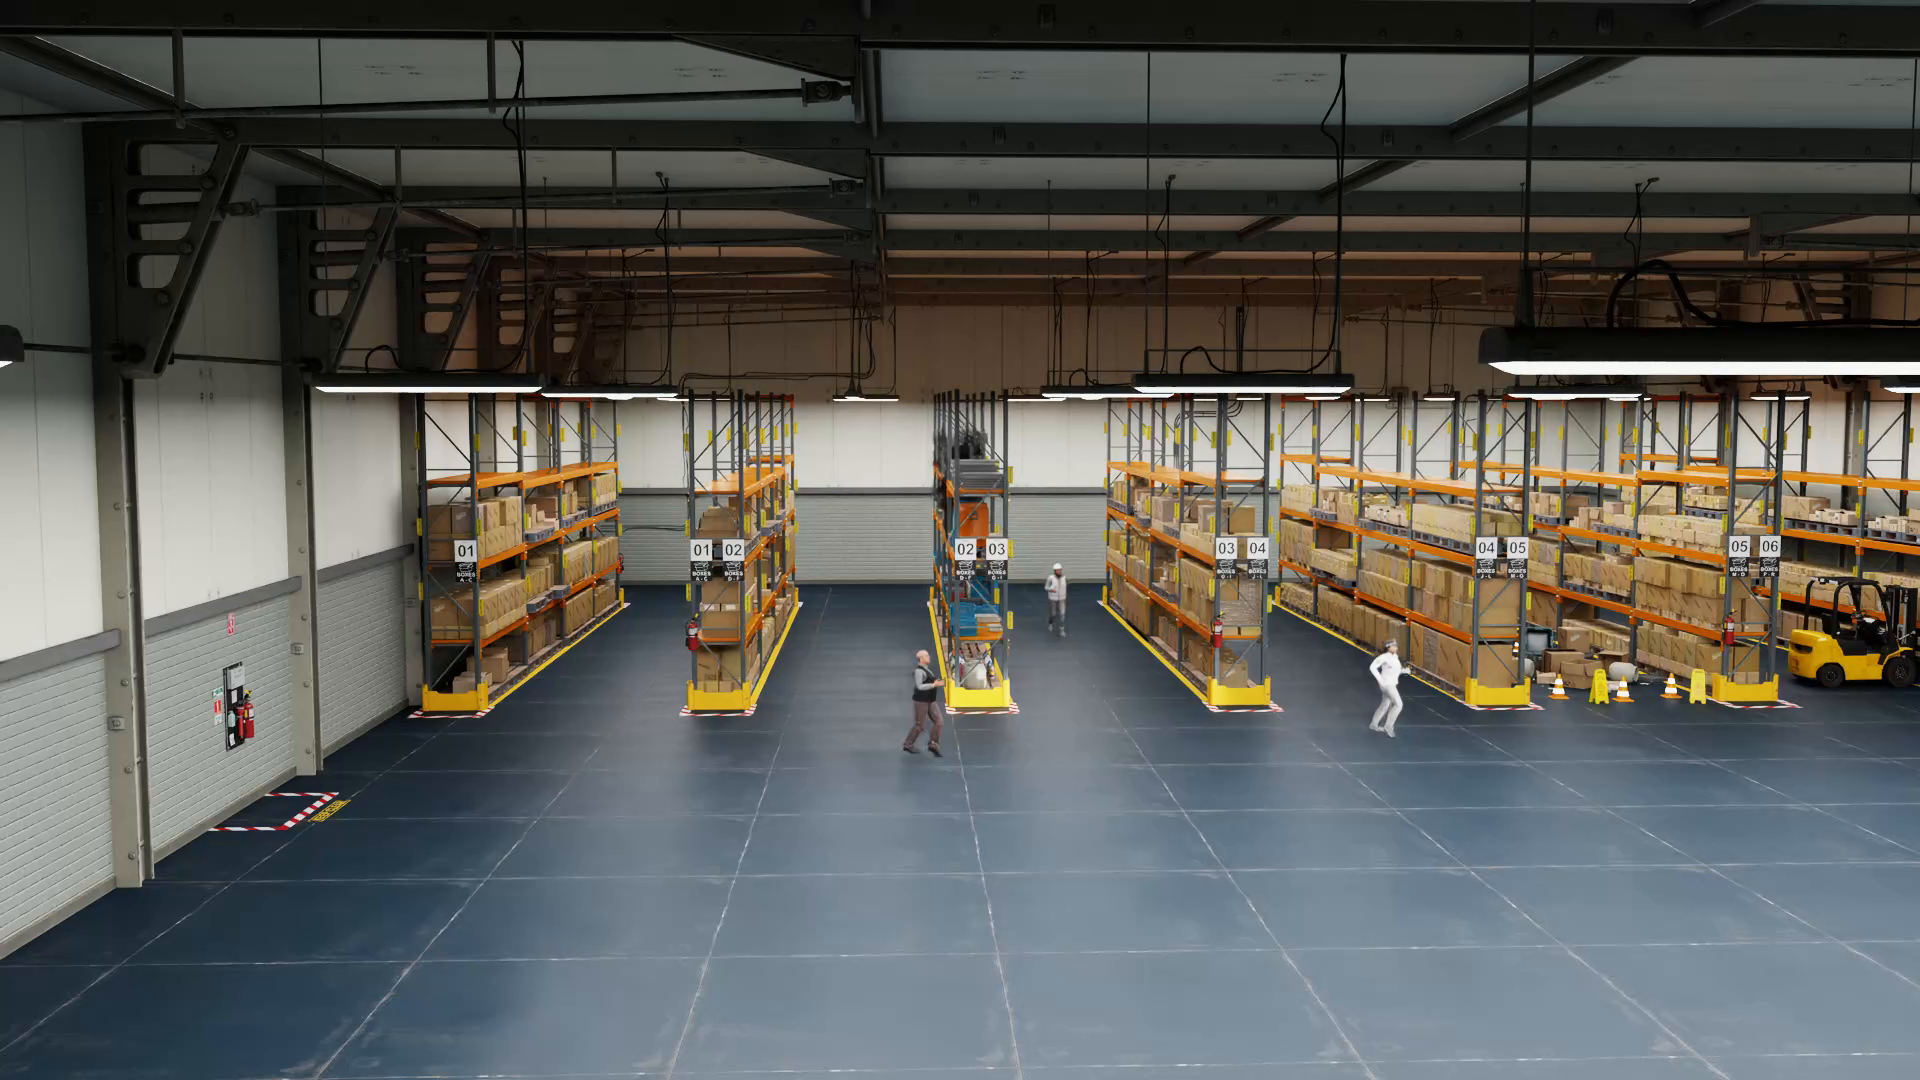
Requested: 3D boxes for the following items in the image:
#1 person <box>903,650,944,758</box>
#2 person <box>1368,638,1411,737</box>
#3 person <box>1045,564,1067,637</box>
[{"bbox_3d":[-0.571,2.667,26.955,0.734,1.774,0.639,2,5,21],"label":"person"},{"bbox_3d":[7.439,2.549,28.789,0.708,1.740,0.579,3,6,35],"label":"person"},{"bbox_3d":[2.394,1.462,41.242,0.632,1.773,0.966,-1,5,-10],"label":"person"}]
